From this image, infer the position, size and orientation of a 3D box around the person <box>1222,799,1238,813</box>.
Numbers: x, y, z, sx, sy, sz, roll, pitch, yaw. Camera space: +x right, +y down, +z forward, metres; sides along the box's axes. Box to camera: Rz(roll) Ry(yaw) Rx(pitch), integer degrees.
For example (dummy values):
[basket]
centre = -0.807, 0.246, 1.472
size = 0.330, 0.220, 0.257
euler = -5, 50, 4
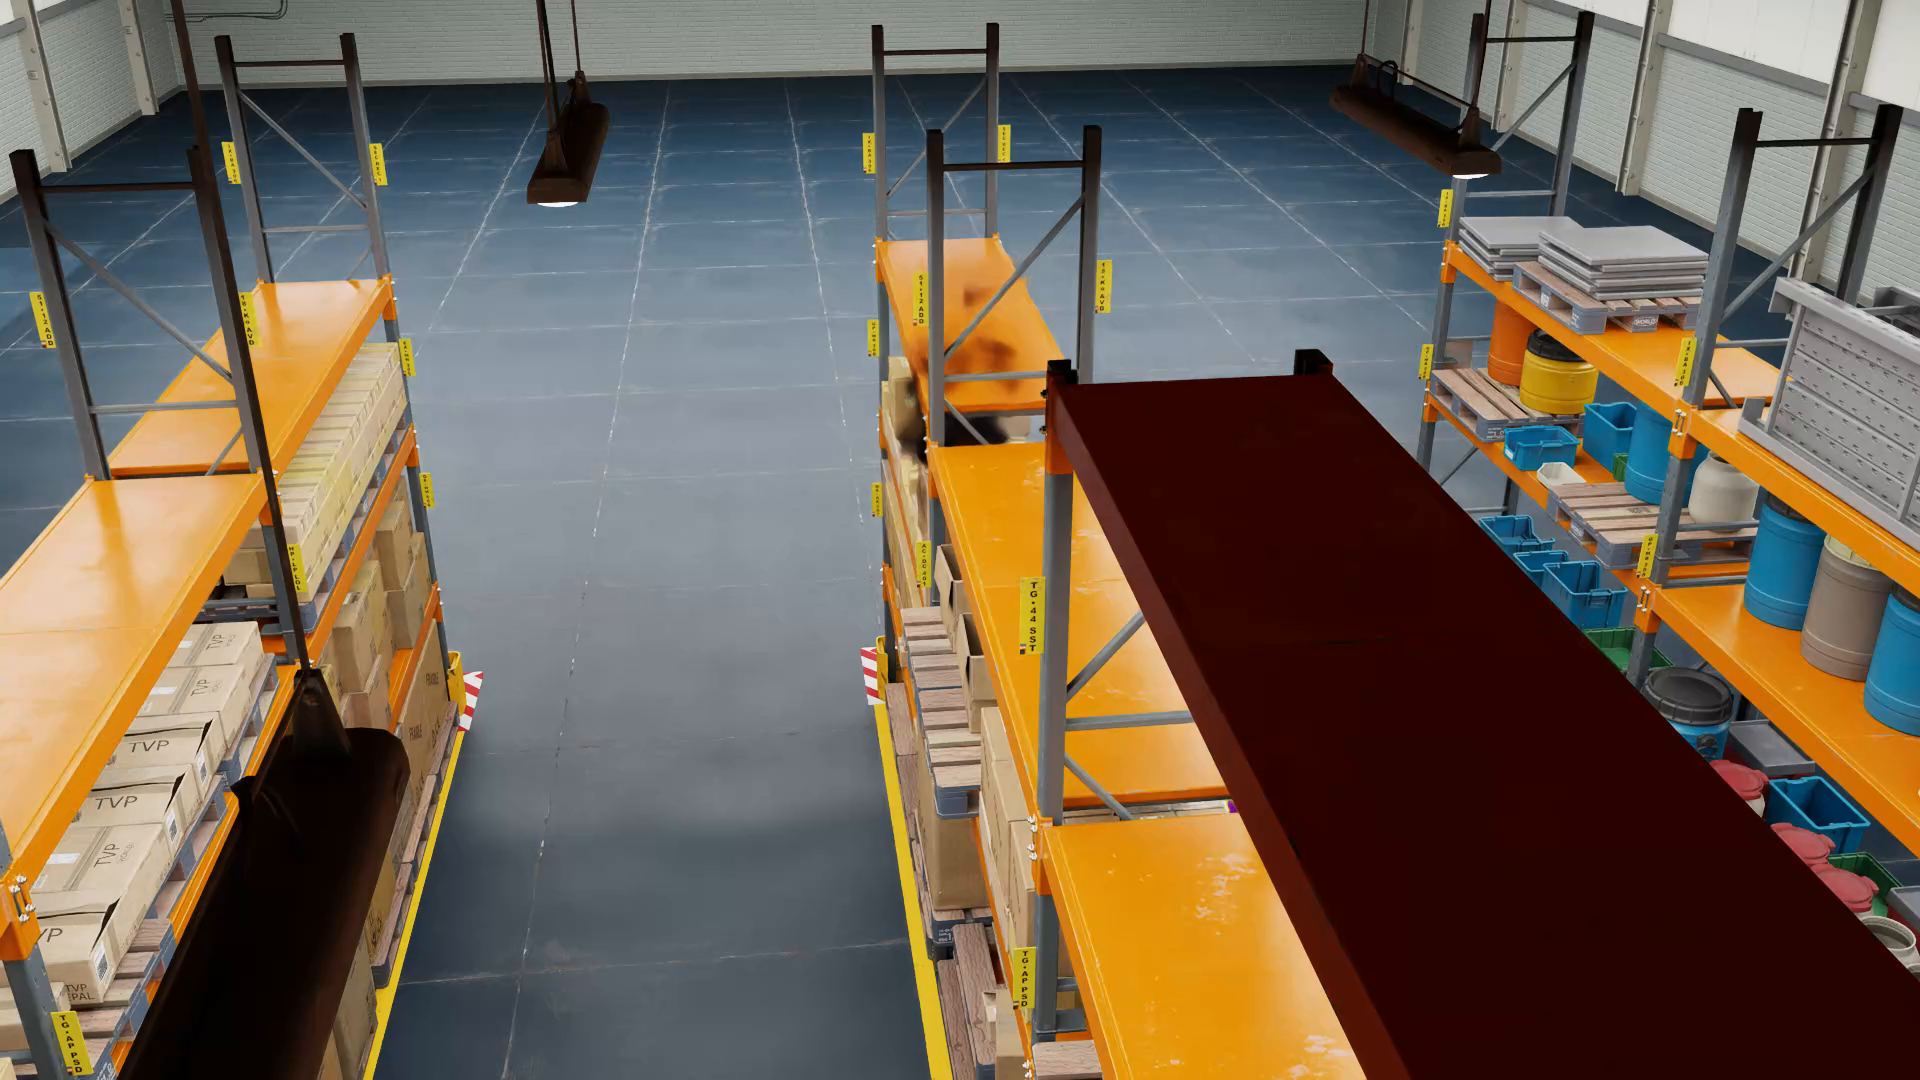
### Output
[person]
centre = 1.641, 2.304, 11.675
size = 0.690, 1.722, 0.606
euler = -7, 26, -14
